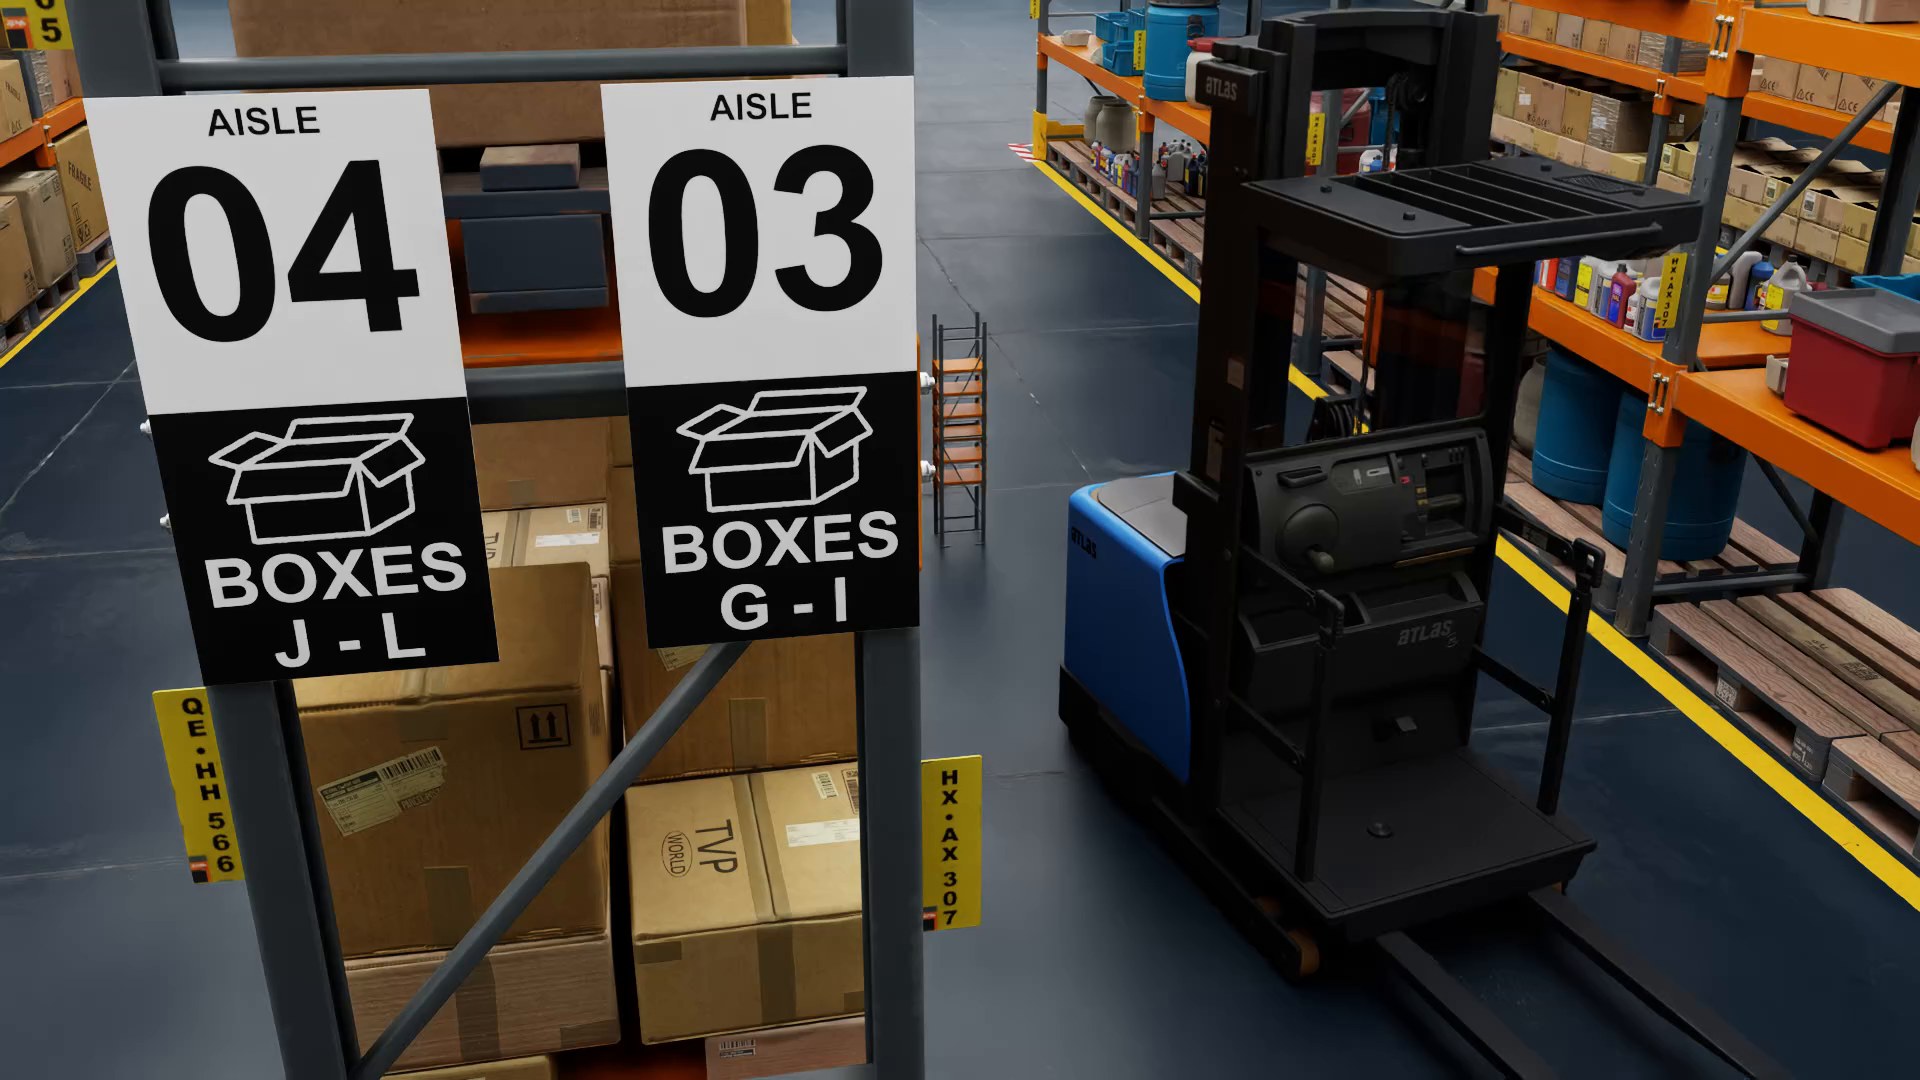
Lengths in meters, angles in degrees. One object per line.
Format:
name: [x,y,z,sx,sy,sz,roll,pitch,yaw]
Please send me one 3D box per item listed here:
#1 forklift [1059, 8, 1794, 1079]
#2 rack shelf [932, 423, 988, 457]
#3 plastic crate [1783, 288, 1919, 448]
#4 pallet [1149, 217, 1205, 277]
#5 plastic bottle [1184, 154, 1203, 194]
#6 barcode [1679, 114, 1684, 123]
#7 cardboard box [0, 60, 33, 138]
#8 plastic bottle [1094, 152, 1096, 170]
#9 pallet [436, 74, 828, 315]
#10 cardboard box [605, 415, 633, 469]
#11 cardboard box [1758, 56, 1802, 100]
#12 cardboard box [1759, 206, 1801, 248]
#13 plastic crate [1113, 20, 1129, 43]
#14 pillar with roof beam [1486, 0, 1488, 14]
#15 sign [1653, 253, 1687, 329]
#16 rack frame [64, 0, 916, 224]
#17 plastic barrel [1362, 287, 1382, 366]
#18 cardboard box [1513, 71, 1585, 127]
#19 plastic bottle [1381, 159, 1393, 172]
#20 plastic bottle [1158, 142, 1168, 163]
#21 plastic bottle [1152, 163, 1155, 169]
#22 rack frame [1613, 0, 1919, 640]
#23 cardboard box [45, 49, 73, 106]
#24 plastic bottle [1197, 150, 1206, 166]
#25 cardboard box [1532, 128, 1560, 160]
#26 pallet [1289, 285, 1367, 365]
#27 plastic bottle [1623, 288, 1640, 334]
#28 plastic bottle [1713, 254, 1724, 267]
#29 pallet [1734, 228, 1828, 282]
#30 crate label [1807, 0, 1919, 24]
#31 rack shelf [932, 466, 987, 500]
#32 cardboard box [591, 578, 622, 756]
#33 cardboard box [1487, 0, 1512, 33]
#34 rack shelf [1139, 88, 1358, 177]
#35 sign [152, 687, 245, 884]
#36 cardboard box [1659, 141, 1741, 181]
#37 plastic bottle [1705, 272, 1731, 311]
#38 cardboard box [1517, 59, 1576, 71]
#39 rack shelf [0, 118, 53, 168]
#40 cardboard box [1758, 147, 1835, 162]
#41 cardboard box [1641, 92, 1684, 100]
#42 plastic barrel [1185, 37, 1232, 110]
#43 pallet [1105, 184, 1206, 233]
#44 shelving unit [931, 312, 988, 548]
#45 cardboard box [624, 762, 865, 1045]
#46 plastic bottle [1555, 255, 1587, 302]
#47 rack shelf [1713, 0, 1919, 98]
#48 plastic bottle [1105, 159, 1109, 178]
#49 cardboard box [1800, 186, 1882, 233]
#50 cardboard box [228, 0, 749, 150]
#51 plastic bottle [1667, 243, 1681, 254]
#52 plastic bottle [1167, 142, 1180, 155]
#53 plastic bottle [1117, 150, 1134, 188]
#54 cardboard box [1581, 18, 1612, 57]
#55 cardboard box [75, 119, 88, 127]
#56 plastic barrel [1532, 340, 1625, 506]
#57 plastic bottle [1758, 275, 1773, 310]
forklift: [1.455,-0.100,5.316,1.130,2.935,3.031,-10,25,-21]
rack shelf: [-0.003,-0.515,8.541,0.258,0.103,0.180,-4,24,-10]
plastic crate: [3.485,-0.661,6.362,0.402,0.464,0.583,-4,24,-10]
pallet: [2.271,-2.537,14.295,1.003,0.211,1.213,-4,24,-10]
plastic bottle: [2.204,-3.446,15.653,0.144,0.351,0.185,-4,24,-10]
barcode: [6.594,-3.851,15.194,0.001,0.075,0.075,-4,24,-10]
cardboard box: [-7.314,-3.287,12.404,0.500,0.500,0.500,-4,24,-10]
plastic bottle: [1.396,-3.837,16.733,0.097,0.201,0.097,0,24,0]
pallet: [-0.709,-0.659,2.875,1.003,0.211,1.213,-4,24,-10]
cardboard box: [-0.579,-0.054,4.006,0.500,0.500,0.500,-5,24,-11]
cardboard box: [7.179,-4.021,14.085,0.500,0.500,0.500,-3,24,-6]
cardboard box: [7.072,-2.637,13.950,0.500,0.250,0.500,-4,24,-9]
plastic crate: [1.849,-5.196,17.084,0.499,0.251,0.408,-4,24,-10]
pillar with roof beam: [5.614,-13.367,28.112,9.100,9.000,0.400,-4,24,-10]
sign: [3.026,-1.061,7.086,0.100,0.325,0.005,-4,24,-10]
rack frame: [-0.561,-1.784,1.591,1.000,3.000,0.127,-4,24,-10]
plastic barrel: [2.934,-1.554,10.748,0.600,0.830,0.708,-4,24,-10]
cardboard box: [6.296,-4.716,17.774,0.500,0.500,0.500,-4,24,-10]
plastic bottle: [2.605,-2.167,10.111,0.061,0.283,0.133,-4,24,-10]
plastic bottle: [2.033,-3.852,16.666,0.061,0.283,0.133,-4,24,-10]
plastic bottle: [1.790,-3.403,15.647,0.152,0.276,0.135,-4,24,-10]
rack frame: [3.567,-0.974,7.233,1.000,3.000,0.127,-4,24,-10]
cardboard box: [-7.877,-3.855,13.641,0.875,0.550,0.550,-4,24,-10]
plastic bottle: [2.311,-3.531,15.847,0.144,0.351,0.185,-5,24,-12]
cardboard box: [6.373,-4.174,17.471,0.500,0.250,0.500,-4,24,-10]
pallet: [2.722,-1.577,12.098,1.003,0.211,1.213,-4,24,-10]
plastic bottle: [3.128,-1.058,7.673,0.097,0.201,0.097,0,24,0]
plastic bottle: [3.775,-1.323,8.281,0.097,0.201,0.097,0,24,0]
pallet: [7.360,-2.440,14.074,1.003,0.211,1.213,-4,24,-10]
crate label: [3.373,-2.014,6.196,0.293,0.136,0.466,-4,24,-10]
rack shelf: [-0.003,-0.295,8.637,0.258,0.103,0.180,-4,24,-10]
cardboard box: [-1.099,0.327,4.069,0.500,0.250,0.500,-5,24,-12]
cardboard box: [6.290,-5.921,18.434,0.700,0.500,0.500,-4,24,-10]
rack shelf: [2.457,-3.005,12.781,1.077,0.370,4.000,-4,24,-10]
sign: [-1.097,0.361,2.433,0.100,0.325,0.005,-4,24,-10]
cardboard box: [6.788,-3.495,15.214,0.500,0.311,0.500,-4,24,-10]
plastic bottle: [3.669,-1.221,8.046,0.097,0.201,0.097,0,24,0]
cardboard box: [6.608,-5.147,18.760,0.500,0.500,0.500,-4,24,-10]
rack shelf: [-7.303,-2.311,11.192,1.077,0.370,4.000,-4,24,-10]
cardboard box: [7.415,-3.333,14.844,0.500,0.311,0.500,-4,24,-8]
cardboard box: [7.078,-4.164,16.510,0.500,0.500,0.500,-4,24,-10]
plastic barrel: [2.049,-3.791,13.512,0.433,0.535,0.433,0,24,0]
pallet: [2.004,-3.110,15.608,1.003,0.211,1.213,-4,24,-10]
shelving unit: [-0.003,-0.556,8.523,0.258,1.200,0.189,-4,24,-10]
cardboard box: [-0.385,0.689,3.240,0.500,0.250,0.500,-5,24,-11]
plastic bottle: [3.041,-1.362,8.182,0.144,0.351,0.185,-4,24,-10]
rack shelf: [3.936,-1.233,4.975,1.077,0.370,4.000,-4,24,-10]
plastic bottle: [1.477,-3.664,16.339,0.097,0.201,0.097,0,24,0]
cardboard box: [7.164,-2.693,13.378,0.500,0.311,0.500,-4,24,-10]
cardboard box: [-0.710,-0.894,2.526,0.700,0.500,0.500,-6,24,-13]
plastic bottle: [3.684,-1.492,8.573,0.152,0.276,0.135,-4,24,-10]
plastic bottle: [2.138,-3.857,16.686,0.152,0.276,0.135,-4,24,-9]
plastic bottle: [1.590,-3.543,15.875,0.144,0.351,0.185,-4,24,-10]
cardboard box: [6.675,-5.111,16.579,0.700,0.500,0.500,-4,24,-9]
cardboard box: [-7.891,-3.253,14.580,0.875,0.875,0.875,-4,24,-9]
plastic barrel: [3.352,-0.699,8.700,0.600,0.901,0.708,-4,24,-10]
plastic bottle: [3.854,-1.156,7.896,0.097,0.201,0.097,0,24,0]
